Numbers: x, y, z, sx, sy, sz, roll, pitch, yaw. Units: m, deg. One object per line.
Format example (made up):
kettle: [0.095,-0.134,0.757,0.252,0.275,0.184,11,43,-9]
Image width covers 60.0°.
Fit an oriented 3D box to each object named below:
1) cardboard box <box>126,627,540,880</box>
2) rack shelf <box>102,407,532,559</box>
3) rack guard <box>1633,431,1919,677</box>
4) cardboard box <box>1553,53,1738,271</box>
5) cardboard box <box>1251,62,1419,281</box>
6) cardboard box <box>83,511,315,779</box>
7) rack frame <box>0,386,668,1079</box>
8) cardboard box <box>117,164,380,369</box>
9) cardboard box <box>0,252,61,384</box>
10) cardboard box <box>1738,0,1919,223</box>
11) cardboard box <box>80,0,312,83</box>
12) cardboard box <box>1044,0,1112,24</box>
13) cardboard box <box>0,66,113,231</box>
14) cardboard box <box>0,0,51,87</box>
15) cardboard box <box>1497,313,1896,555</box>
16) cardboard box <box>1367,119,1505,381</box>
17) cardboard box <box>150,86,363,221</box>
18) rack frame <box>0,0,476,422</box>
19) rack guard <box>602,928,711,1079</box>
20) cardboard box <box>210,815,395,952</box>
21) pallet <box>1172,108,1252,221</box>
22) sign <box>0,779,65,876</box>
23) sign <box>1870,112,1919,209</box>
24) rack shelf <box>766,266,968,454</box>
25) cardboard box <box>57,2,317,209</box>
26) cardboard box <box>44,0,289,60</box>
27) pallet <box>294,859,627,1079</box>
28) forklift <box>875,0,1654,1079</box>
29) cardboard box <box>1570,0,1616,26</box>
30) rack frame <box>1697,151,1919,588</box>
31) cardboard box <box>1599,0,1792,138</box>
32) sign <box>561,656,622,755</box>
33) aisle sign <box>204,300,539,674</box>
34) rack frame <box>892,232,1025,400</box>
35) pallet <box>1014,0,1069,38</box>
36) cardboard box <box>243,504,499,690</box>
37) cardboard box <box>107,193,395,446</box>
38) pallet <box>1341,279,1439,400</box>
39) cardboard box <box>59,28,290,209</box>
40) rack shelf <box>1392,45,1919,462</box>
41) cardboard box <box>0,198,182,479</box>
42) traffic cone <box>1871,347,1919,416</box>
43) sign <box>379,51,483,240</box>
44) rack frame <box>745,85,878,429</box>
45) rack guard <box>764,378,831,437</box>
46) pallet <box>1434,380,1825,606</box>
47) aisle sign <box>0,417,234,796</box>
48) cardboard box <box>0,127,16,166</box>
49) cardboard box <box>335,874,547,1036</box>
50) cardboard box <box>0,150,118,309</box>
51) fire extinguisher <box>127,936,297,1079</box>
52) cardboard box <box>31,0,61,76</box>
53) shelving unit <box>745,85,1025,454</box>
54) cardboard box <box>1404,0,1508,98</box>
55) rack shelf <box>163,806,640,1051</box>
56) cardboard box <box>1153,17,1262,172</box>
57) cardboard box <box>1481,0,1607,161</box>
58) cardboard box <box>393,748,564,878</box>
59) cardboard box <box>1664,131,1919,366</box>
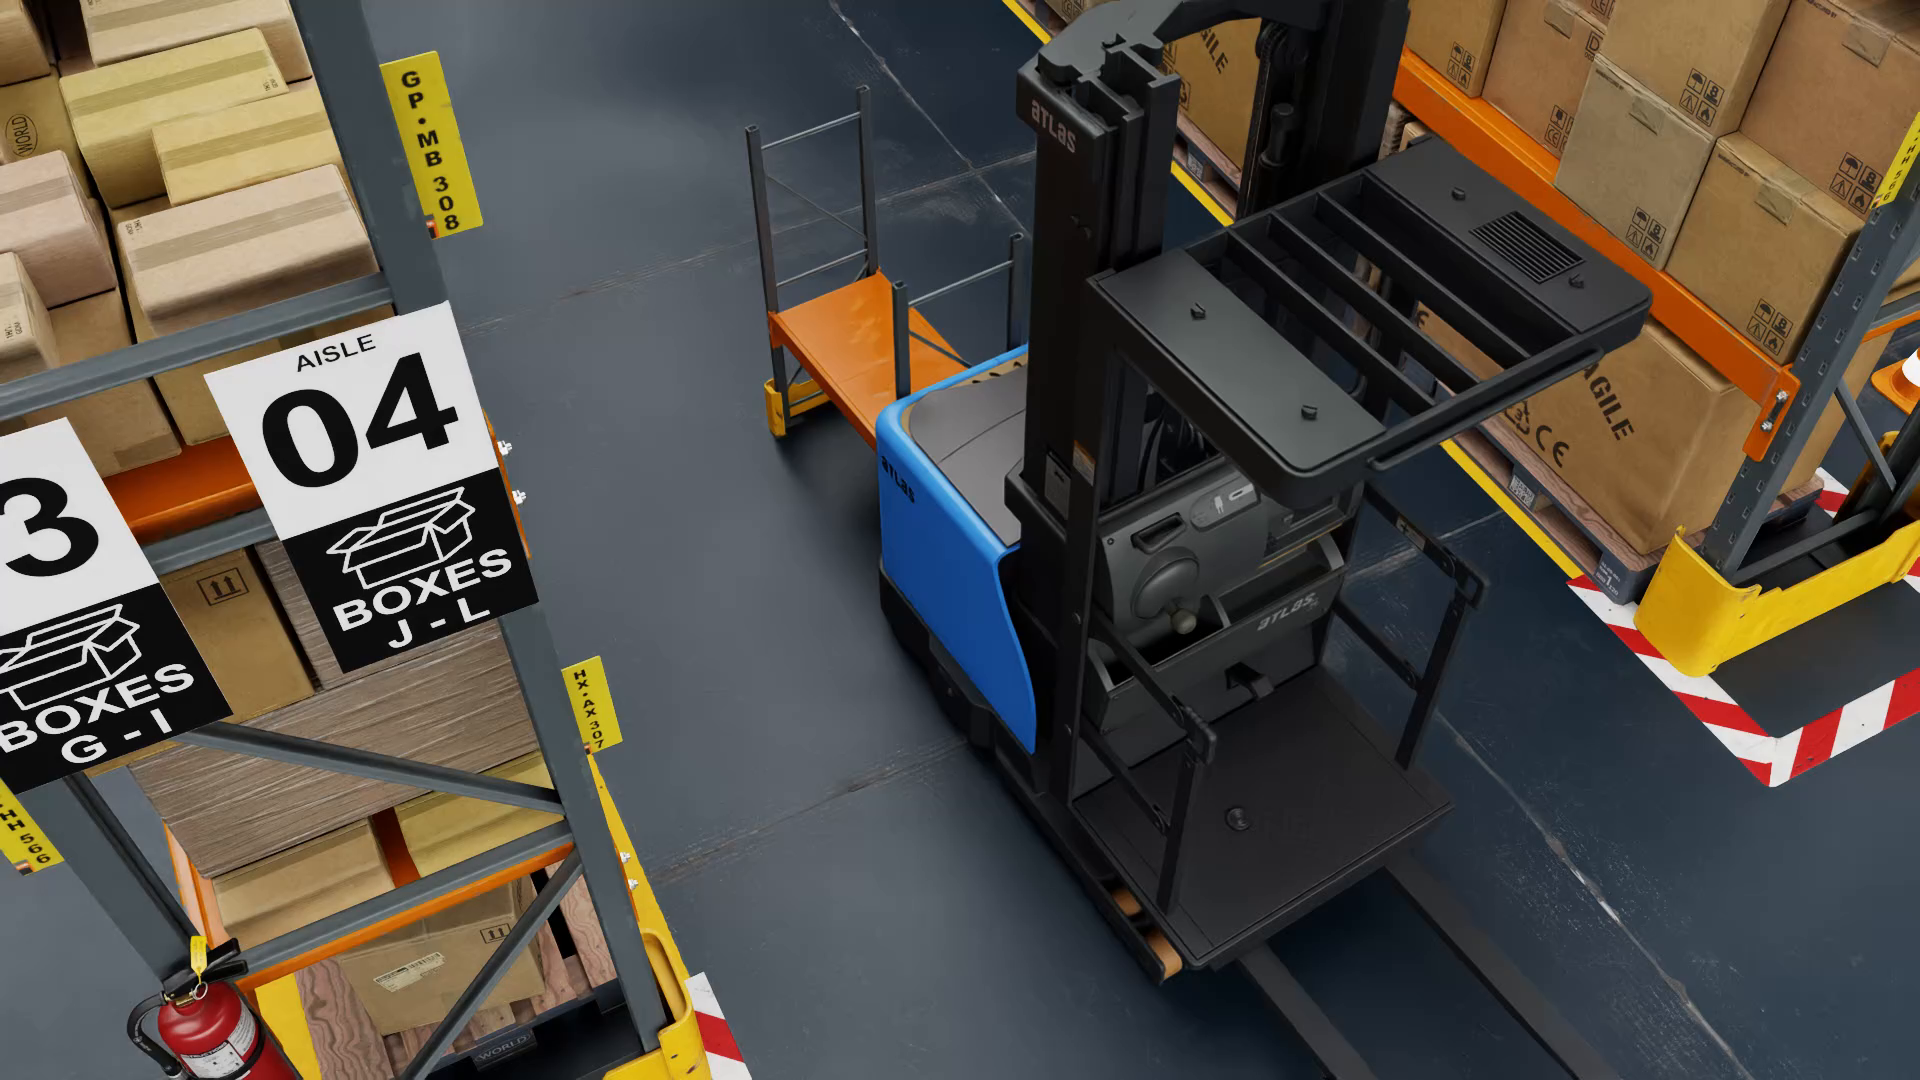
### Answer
cardboard box: [-1.542,0.341,4.087,0.875,0.500,0.500,-21,52,-18]
rack shelf: [-2.230,-1.239,4.219,1.077,0.370,4.000,-21,52,-18]
rack guard: [3.153,0.048,6.269,1.175,0.500,0.348,-21,52,-18]
cardboard box: [2.661,-1.434,5.804,0.875,0.550,0.550,-21,52,-18]
cardboard box: [1.953,-1.860,7.409,0.875,0.875,0.875,-21,52,-17]
cardboard box: [-1.786,0.107,3.628,0.500,0.500,0.500,-21,52,-18]
rack frame: [-1.315,0.850,3.907,1.000,3.000,0.127,-21,52,-18]
cardboard box: [-1.235,-0.484,2.915,0.380,0.149,0.250,-22,52,-18]
cardboard box: [-1.719,-0.298,2.752,0.380,0.149,0.250,-21,52,-18]
cardboard box: [3.006,-1.458,5.108,0.875,0.550,0.550,-21,52,-18]
cardboard box: [-1.554,-1.024,3.387,0.380,0.149,0.250,-19,52,-16]
cardboard box: [0.947,-3.250,8.708,1.050,0.750,0.750,-21,52,-18]
cardboard box: [-1.992,-0.657,3.331,0.500,0.250,0.500,-21,52,-17]
cardboard box: [-2.095,-1.026,3.389,0.380,0.149,0.250,-21,52,-17]
cardboard box: [2.773,-0.661,6.360,0.875,0.875,0.875,-21,52,-17]
cardboard box: [2.368,-1.249,6.875,0.875,0.875,0.875,-22,52,-18]
cardboard box: [-1.268,-0.690,3.096,0.380,0.149,0.250,-20,52,-17]
rack frame: [-1.315,-1.125,1.648,1.000,3.000,0.127,-21,52,-18]
rack guard: [-1.350,1.622,4.892,1.175,0.500,0.348,-21,52,-18]
cardboard box: [-1.629,0.813,4.106,0.380,0.149,0.250,-21,52,-18]
pallet: [1.590,-2.014,8.264,1.003,0.211,1.213,-21,52,-18]
sign: [-1.817,0.542,3.196,0.100,0.325,0.005,-21,52,-18]
sign: [2.653,-1.073,4.661,0.100,0.325,0.005,-21,52,-18]
rack shelf: [-0.276,-0.629,6.435,0.538,0.185,1.000,-26,54,-21]
cardboard box: [-1.547,-0.843,3.494,0.500,0.250,0.500,-22,52,-18]
cardboard box: [-1.770,-1.176,3.785,0.500,0.250,0.500,-21,52,-18]
pallet: [-1.690,1.161,5.487,1.003,0.211,1.213,-21,52,-18]
forklift: [0.913,0.044,4.657,1.130,2.935,3.031,-26,54,-21]
cardboard box: [2.537,-2.216,5.771,0.875,0.550,0.550,-21,52,-18]
rack frame: [3.142,-0.791,5.342,1.000,3.000,0.127,-21,52,-18]
cardboard box: [2.673,-1.794,5.402,0.875,0.550,0.550,-21,52,-18]
sign: [-0.832,0.378,3.744,0.100,0.325,0.005,-21,52,-18]
aisle sign: [-1.020,-0.068,2.982,0.394,0.787,0.004,-21,52,-18]
rack frame: [-0.003,-0.425,6.018,0.500,1.500,0.032,-26,54,-21]
pallet: [0.891,-3.041,9.162,1.003,0.211,1.213,-21,52,-18]
cardboard box: [-1.324,-0.072,3.785,0.500,0.500,0.500,-21,52,-18]
cardboard box: [-1.305,-0.500,3.194,0.500,0.250,0.500,-20,52,-16]
pallet: [2.152,-1.197,7.549,1.003,0.211,1.213,-21,52,-18]
cardboard box: [-1.493,-0.817,3.206,0.380,0.149,0.250,-22,52,-18]
rack shelf: [2.227,-1.893,6.783,1.077,0.370,4.000,-21,52,-18]
cardboard box: [-1.761,-0.324,3.040,0.500,0.250,0.500,-20,52,-17]
traffic cone: [4.161,-0.800,7.035,0.336,0.463,0.334,-21,52,-18]
sign: [-0.832,-0.612,2.612,0.100,0.325,0.005,-21,52,-18]
rack frame: [-0.549,-1.070,6.582,0.500,1.500,0.032,-26,54,-21]
rack guard: [-0.548,-0.658,7.052,0.587,0.250,0.087,-26,54,-21]
pallet: [2.706,-0.381,6.836,1.003,0.211,1.213,-21,52,-18]
aisle sign: [-1.553,0.139,2.801,0.394,0.787,0.004,-21,52,-18]
cardboard box: [-1.957,-0.658,3.067,0.380,0.149,0.250,-23,53,-19]
cardboard box: [-1.586,1.111,5.060,0.500,0.500,0.500,-13,50,-11]
cardboard box: [-1.734,-0.513,2.940,0.380,0.149,0.250,-23,53,-19]
fire extinguisher: [-1.672,1.111,3.730,0.296,0.674,0.183,-21,52,-18]
cardboard box: [-2.219,-1.003,3.634,0.500,0.250,0.500,-20,52,-17]
shelving unit: [-0.281,-0.753,6.305,0.587,1.500,1.083,-26,54,-21]
cardboard box: [2.237,-2.192,6.468,0.875,0.550,0.500,-21,52,-18]
rack shelf: [-2.230,-0.252,5.348,1.077,0.370,4.000,-21,52,-18]
cardboard box: [1.537,-2.462,7.936,0.875,0.875,0.875,-20,52,-17]
cardboard box: [2.516,-1.852,6.170,0.875,0.550,0.550,-21,52,-18]
cardboard box: [-1.233,0.660,4.240,0.380,0.149,0.250,-21,52,-18]
cardboard box: [2.932,-1.073,5.489,0.875,0.550,0.550,-21,52,-18]
